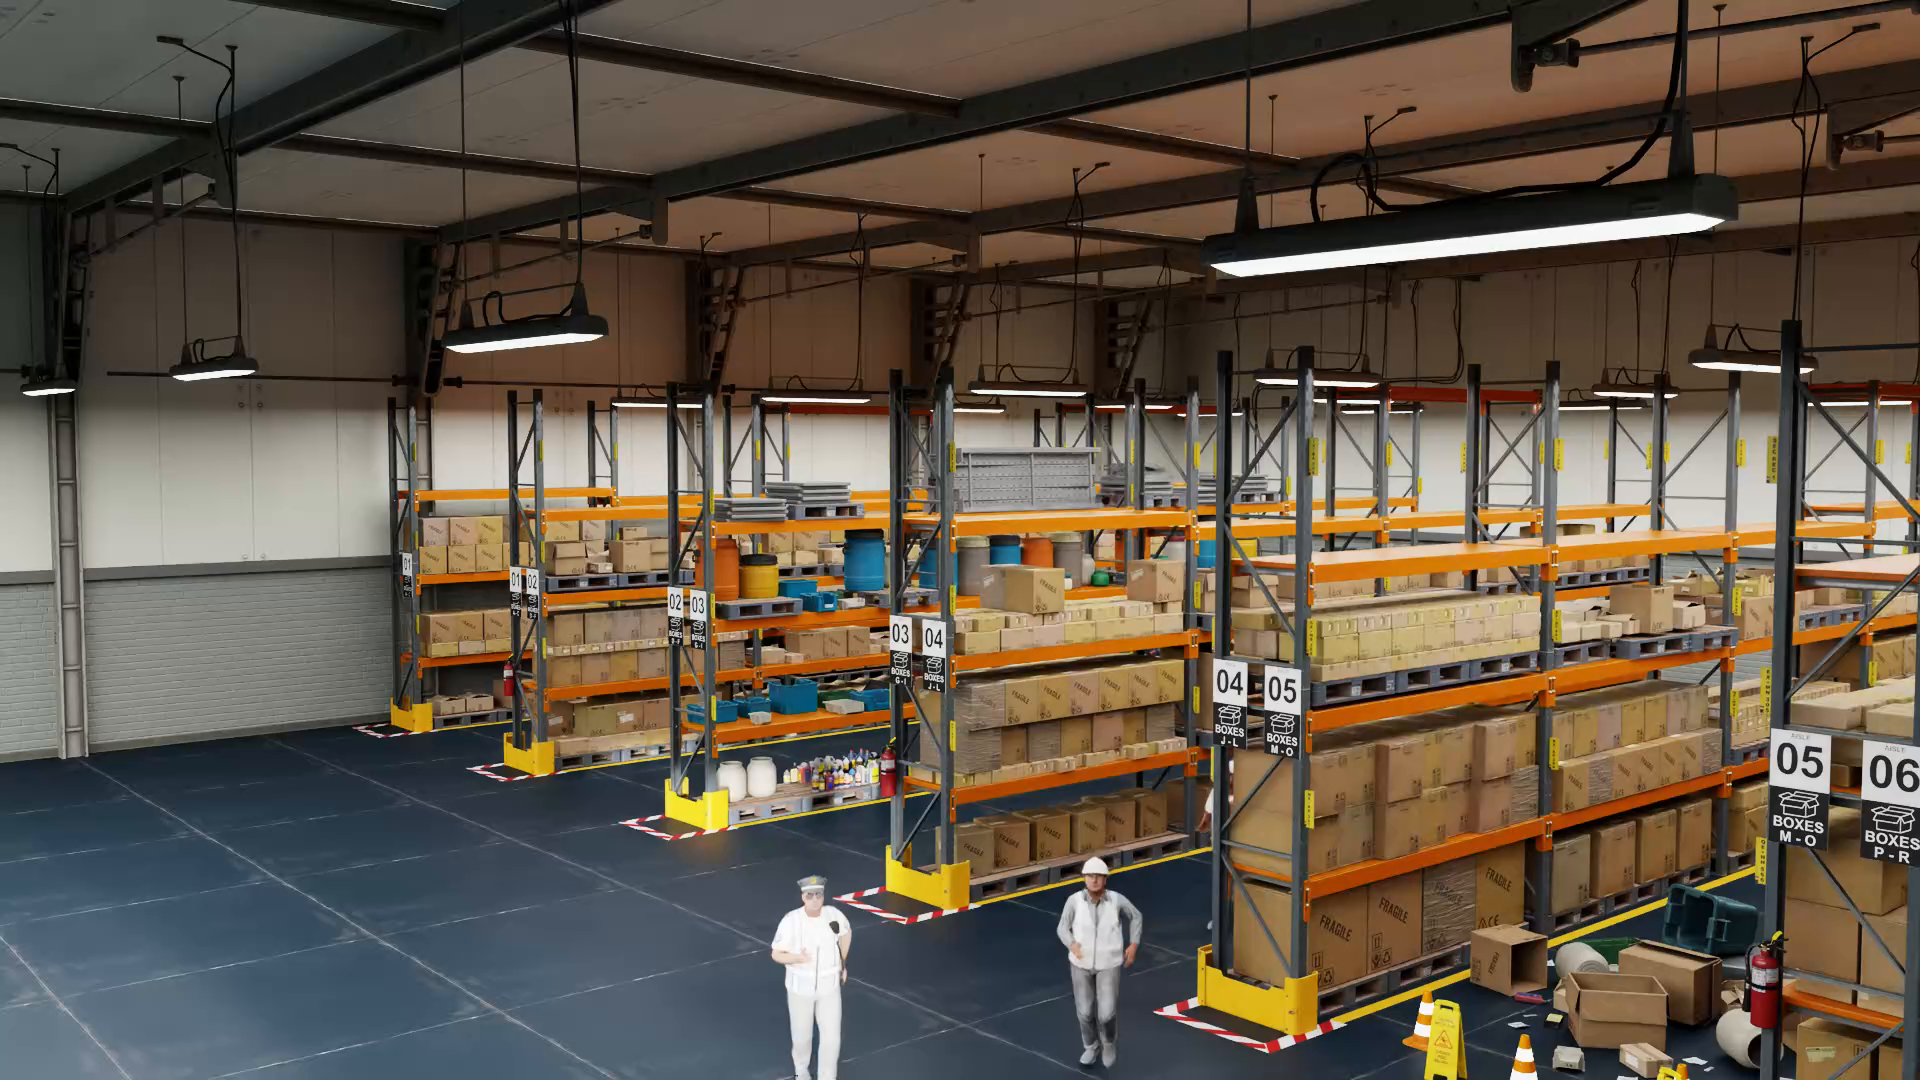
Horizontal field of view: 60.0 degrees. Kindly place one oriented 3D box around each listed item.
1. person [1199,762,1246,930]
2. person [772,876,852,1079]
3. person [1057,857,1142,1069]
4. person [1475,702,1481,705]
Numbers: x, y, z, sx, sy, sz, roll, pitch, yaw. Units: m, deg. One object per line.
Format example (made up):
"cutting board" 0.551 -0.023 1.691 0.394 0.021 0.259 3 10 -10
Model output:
"person" 2.901 3.247 17.844 0.714 1.735 0.993 3 4 38
"person" -1.140 3.506 12.956 0.651 1.823 0.834 -1 3 -11
"person" 1.136 3.492 13.652 0.695 1.761 0.652 1 3 9
"person" 6.927 3.015 22.543 0.726 1.735 0.590 -3 5 -43
